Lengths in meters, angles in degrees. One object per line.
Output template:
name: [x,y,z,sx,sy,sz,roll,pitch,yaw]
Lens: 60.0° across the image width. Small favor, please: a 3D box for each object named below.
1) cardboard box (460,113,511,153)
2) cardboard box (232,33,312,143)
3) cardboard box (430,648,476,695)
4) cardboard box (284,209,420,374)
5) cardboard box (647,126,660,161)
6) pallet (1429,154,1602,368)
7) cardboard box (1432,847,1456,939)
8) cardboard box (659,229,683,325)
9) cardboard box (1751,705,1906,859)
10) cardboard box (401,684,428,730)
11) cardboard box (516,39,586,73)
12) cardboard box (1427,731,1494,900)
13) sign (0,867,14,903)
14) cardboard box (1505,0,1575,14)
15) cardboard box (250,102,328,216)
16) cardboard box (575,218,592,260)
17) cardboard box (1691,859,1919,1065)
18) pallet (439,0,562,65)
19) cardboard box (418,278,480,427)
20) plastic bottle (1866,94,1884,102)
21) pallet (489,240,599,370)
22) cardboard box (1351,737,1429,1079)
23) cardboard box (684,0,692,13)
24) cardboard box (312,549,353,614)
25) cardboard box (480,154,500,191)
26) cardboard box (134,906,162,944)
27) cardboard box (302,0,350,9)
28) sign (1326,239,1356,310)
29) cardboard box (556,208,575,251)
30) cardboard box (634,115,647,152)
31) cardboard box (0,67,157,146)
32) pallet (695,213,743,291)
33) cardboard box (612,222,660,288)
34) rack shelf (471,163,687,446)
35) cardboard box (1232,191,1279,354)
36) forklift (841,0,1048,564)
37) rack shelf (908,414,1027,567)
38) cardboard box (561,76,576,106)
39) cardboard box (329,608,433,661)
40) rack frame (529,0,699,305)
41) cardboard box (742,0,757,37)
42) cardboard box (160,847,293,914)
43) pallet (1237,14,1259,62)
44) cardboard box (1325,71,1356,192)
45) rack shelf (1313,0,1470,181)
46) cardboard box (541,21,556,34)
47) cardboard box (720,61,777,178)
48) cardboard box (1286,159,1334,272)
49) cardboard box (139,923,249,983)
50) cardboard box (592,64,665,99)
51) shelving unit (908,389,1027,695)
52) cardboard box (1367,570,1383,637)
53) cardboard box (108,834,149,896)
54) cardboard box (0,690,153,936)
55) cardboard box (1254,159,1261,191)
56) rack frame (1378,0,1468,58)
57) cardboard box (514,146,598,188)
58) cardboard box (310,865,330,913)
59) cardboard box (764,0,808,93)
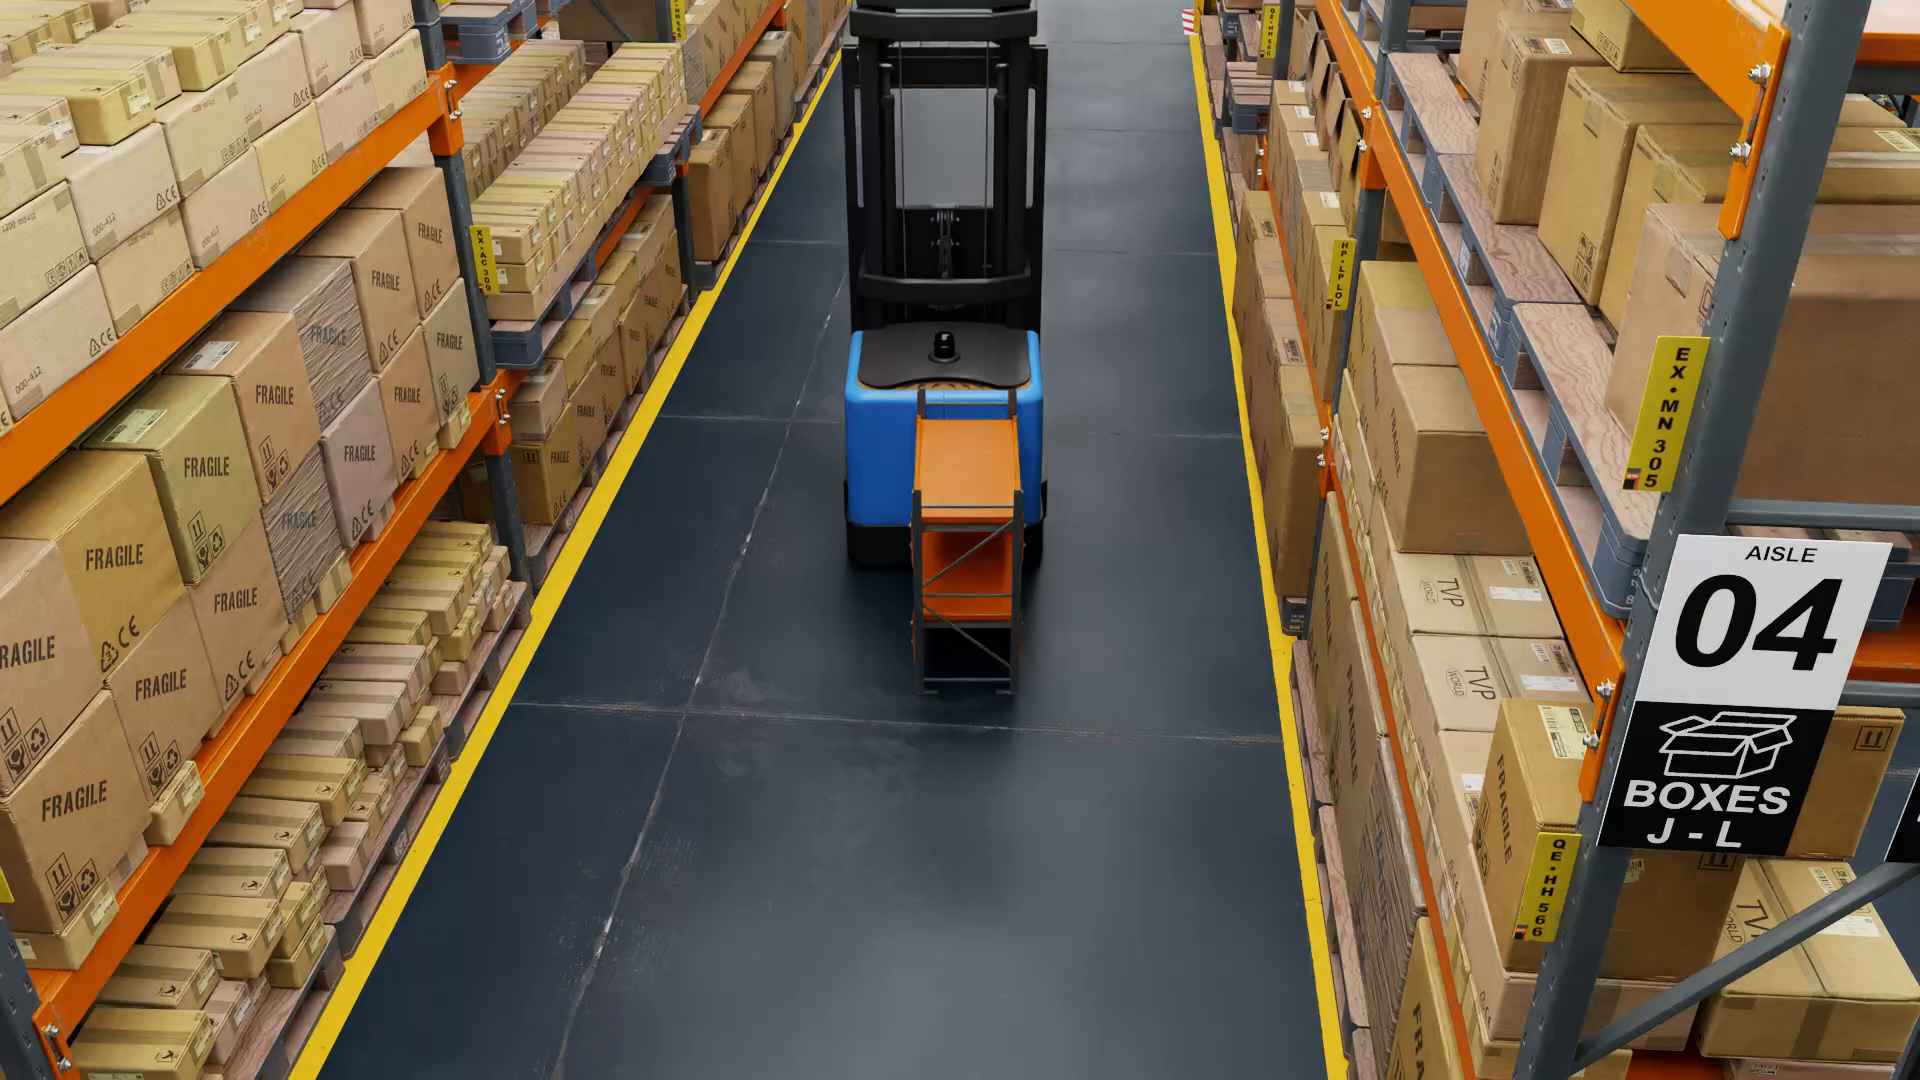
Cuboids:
cardboard box: [-2.768,-2.306,9.405,0.380,0.149,0.250,2,32,3]
cardboard box: [-2.610,-1.570,5.746,0.500,0.250,0.500,4,32,6]
cardboard box: [-2.488,0.587,7.755,0.380,0.149,0.250,1,32,2]
cardboard box: [-2.539,-1.008,6.694,0.500,0.500,0.500,1,32,2]
cardboard box: [-2.057,-2.432,10.176,0.380,0.149,0.250,2,32,3]
pallet: [2.022,-0.852,4.998,1.003,0.211,1.213,2,32,4]
cardboard box: [1.618,1.055,4.919,0.380,0.149,0.250,3,32,4]
cardboard box: [-2.201,-1.792,11.280,0.500,0.500,0.500,2,32,4]
cardboard box: [2.225,0.533,4.671,0.500,0.500,0.500,2,32,3]
cardboard box: [-2.576,0.690,7.305,0.380,0.149,0.250,3,32,5]
cardboard box: [-2.639,-3.122,10.728,0.380,0.149,0.250,3,32,4]
cardboard box: [1.693,0.823,4.915,0.500,0.250,0.500,2,32,3]
sign: [-2.519,0.806,4.259,0.100,0.325,0.005,2,32,4]
cardboard box: [2.149,-1.524,5.414,0.700,0.500,0.500,4,32,6]
cardboard box: [-2.598,-1.359,5.881,0.500,0.250,0.500,2,32,3]
cardboard box: [-2.181,-1.606,8.836,0.380,0.149,0.250,3,32,4]
cardboard box: [2.184,1.114,4.443,0.500,0.250,0.500,2,32,3]
pallet: [-2.578,-2.456,7.696,1.213,0.211,1.003,2,32,4]
cardboard box: [-2.492,-0.845,7.383,0.500,0.500,0.500,3,32,4]
plastic bottle: [8.251,-3.993,15.048,0.152,0.276,0.135,4,32,6]
pallet: [-2.527,-1.252,8.606,1.003,0.211,1.213,2,32,4]
cardboard box: [1.922,1.328,5.862,0.875,0.875,0.875,2,32,4]
cardboard box: [-2.322,-3.999,11.832,0.700,0.500,0.500,2,32,3]
cardboard box: [-2.580,0.146,6.393,0.380,0.149,0.250,3,32,5]
cardboard box: [-2.795,-2.045,9.265,0.380,0.149,0.250,3,32,4]
cardboard box: [-3.136,1.363,6.212,0.380,0.149,0.250,2,32,3]
cardboard box: [-2.476,-2.093,6.214,0.380,0.149,0.250,2,32,4]
sign: [1.660,-1.153,7.234,0.100,0.325,0.005,2,32,4]
cardboard box: [-2.204,-1.596,8.536,0.380,0.149,0.250,3,32,5]
cardboard box: [-2.077,-2.415,9.865,0.380,0.149,0.250,2,32,4]
cardboard box: [-2.620,-1.276,4.888,0.380,0.149,0.250,3,32,6]
pallet: [-2.269,-2.254,12.706,1.003,0.211,1.213,2,32,4]
cardboard box: [-2.233,-1.833,10.632,0.500,0.250,0.500,3,32,5]
rack shelf: [-2.571,-1.680,9.803,1.077,0.370,4.000,2,32,4]
cardboard box: [2.450,-1.682,10.745,1.225,0.875,0.875,1,32,2]
forklift: [-0.080,-1.852,9.461,1.130,2.935,3.031,0,32,0]
rack shelf: [0.034,-0.255,8.033,0.538,0.278,1.000,0,32,0]
cardboard box: [-2.668,-2.845,10.562,0.380,0.149,0.250,4,32,6]
cardboard box: [-2.597,0.436,7.433,0.380,0.149,0.250,3,32,6]
rack frame: [-2.408,-3.032,11.311,1.000,3.000,0.127,2,32,4]
cardboard box: [-1.941,-4.354,13.360,0.500,0.500,0.500,3,32,5]
cardboard box: [-2.690,1.264,6.089,0.380,0.149,0.250,1,32,2]
pallet: [2.647,-3.723,12.614,1.003,0.211,1.213,2,32,4]
cardboard box: [2.347,-2.164,8.851,0.797,0.503,0.637,3,32,6]
rack shelf: [2.364,-2.692,8.586,1.077,0.370,4.000,2,32,4]
cardboard box: [-4.386,-4.853,16.516,0.797,0.637,0.503,2,32,4]
cardboard box: [-2.126,-3.512,13.834,1.050,0.750,0.750,2,32,4]
cardboard box: [2.096,-1.768,9.165,0.500,0.500,0.500,3,32,4]
cardboard box: [-2.751,1.524,5.952,0.380,0.149,0.250,3,32,5]
cardboard box: [-2.035,-2.813,10.228,0.380,0.149,0.250,3,32,5]
shelving unit: [0.034,-0.006,8.187,0.538,1.125,1.048,0,32,0]
cardboard box: [1.741,0.249,6.226,0.380,0.149,0.250,3,32,5]
cardboard box: [-2.727,0.968,5.060,0.380,0.149,0.250,4,32,6]
cardboard box: [-2.748,0.759,4.781,0.500,0.500,0.500,4,32,6]
cardboard box: [2.594,-2.532,12.463,0.700,0.500,0.500,0,32,0]
rack frame: [2.201,-3.230,5.914,1.000,3.000,0.127,2,32,4]
cardboard box: [-2.160,-1.996,8.902,0.380,0.149,0.250,2,32,4]
cardboard box: [-2.689,1.389,6.455,0.380,0.149,0.250,3,32,4]
cardboard box: [-1.962,-4.724,15.681,0.875,0.875,0.875,3,32,5]
